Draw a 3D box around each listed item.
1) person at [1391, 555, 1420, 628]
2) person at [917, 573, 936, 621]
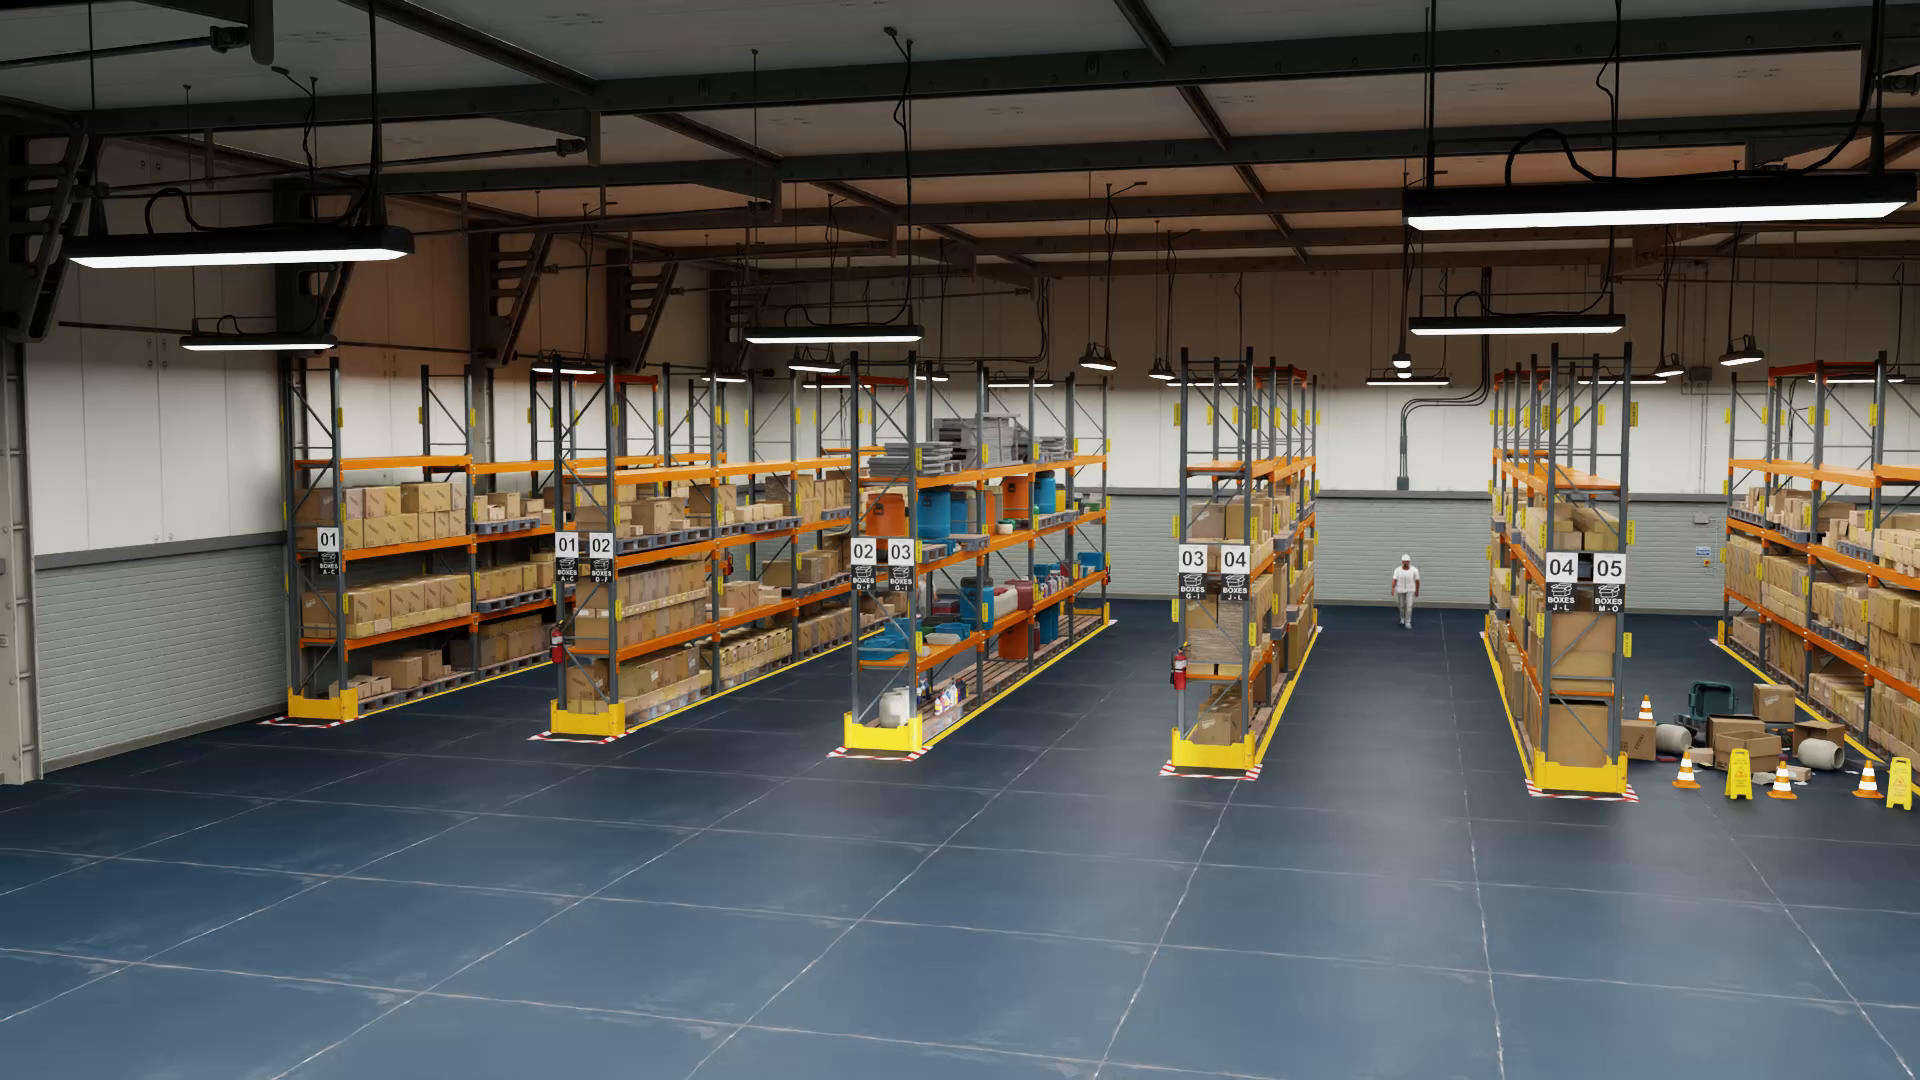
[{"bbox_3d":[10.641,1.212,39.725,0.643,1.704,1.069,1,4,18],"label":"person"},{"bbox_3d":[-0.775,1.456,37.173,0.468,1.612,1.082,1,4,12],"label":"person"}]
